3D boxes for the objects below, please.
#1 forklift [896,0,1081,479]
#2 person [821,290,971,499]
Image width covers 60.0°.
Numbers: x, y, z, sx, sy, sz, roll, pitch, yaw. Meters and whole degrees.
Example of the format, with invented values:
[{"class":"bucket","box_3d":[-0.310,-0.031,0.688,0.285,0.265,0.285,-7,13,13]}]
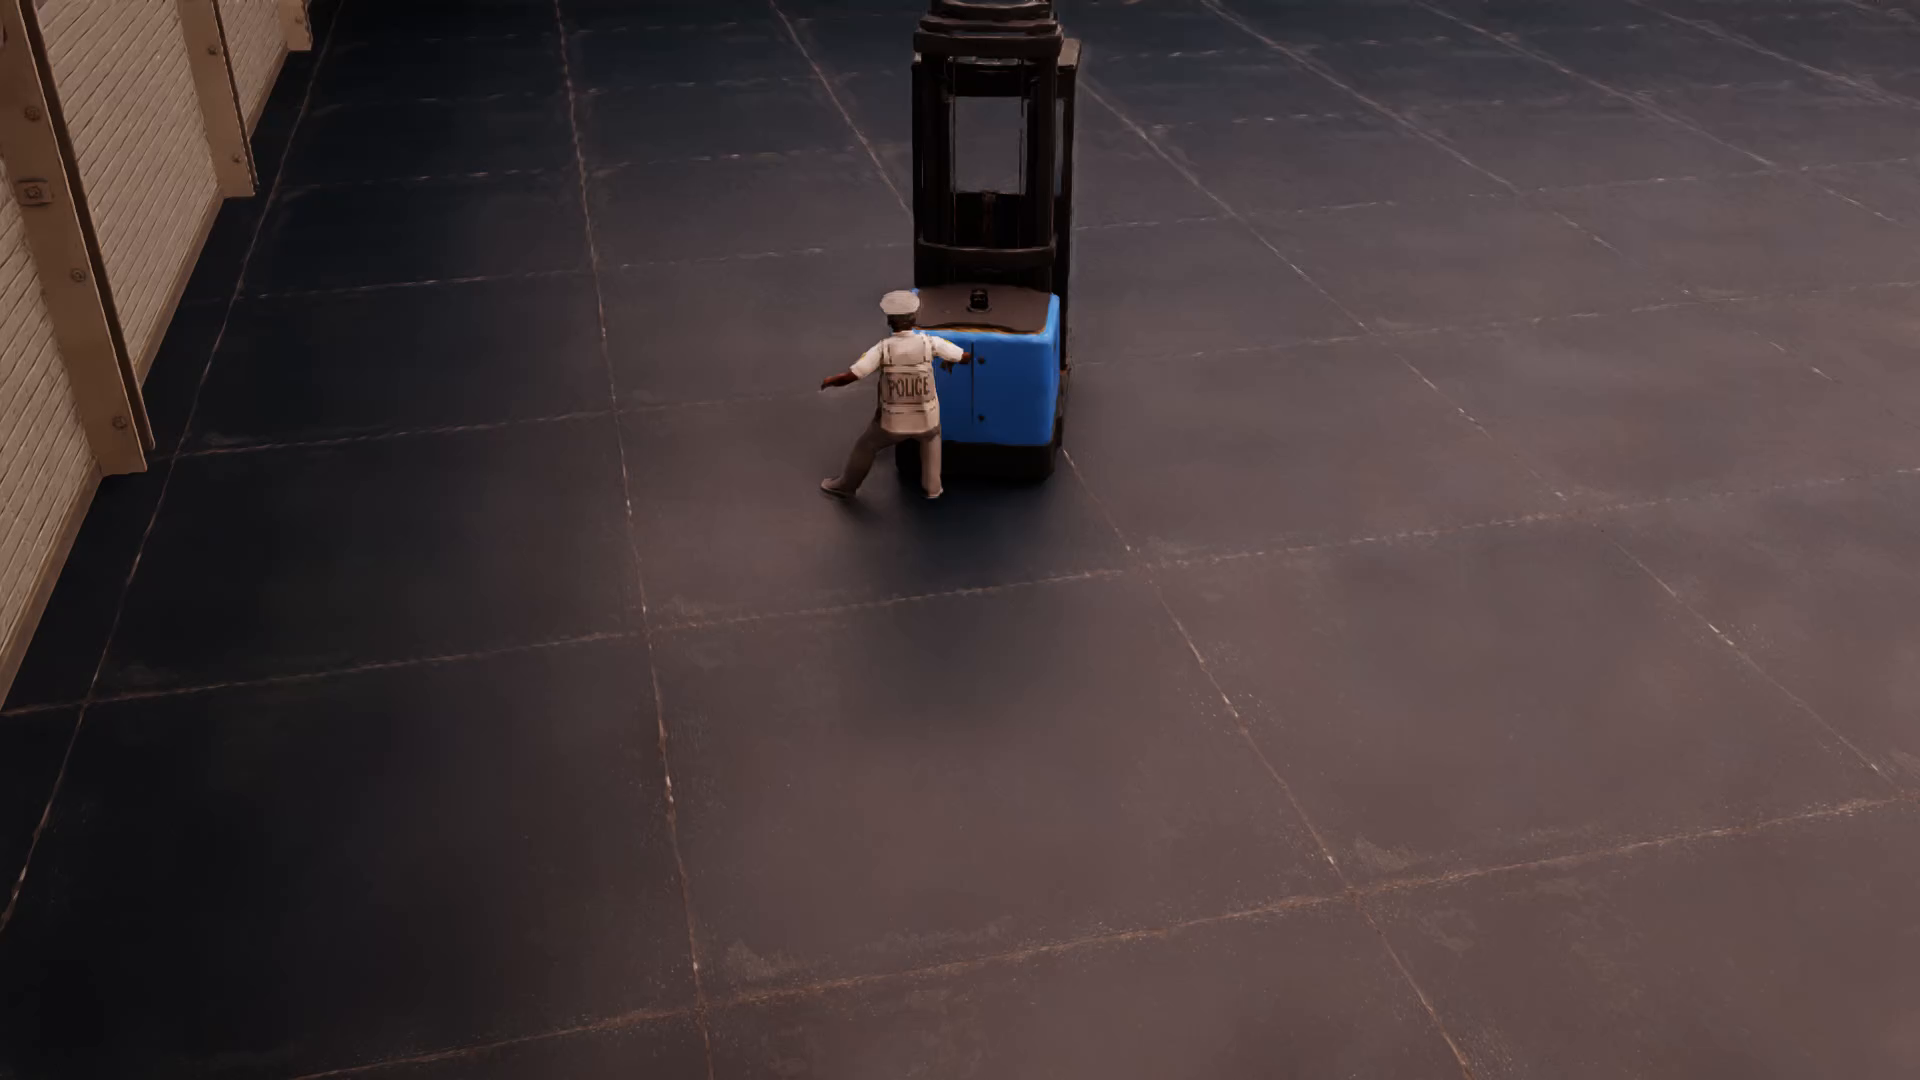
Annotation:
[{"class":"forklift","box_3d":[0.249,-2.392,11.706,1.130,2.935,3.031,3,30,6]},{"class":"person","box_3d":[-0.417,-0.874,10.515,0.952,1.524,0.722,-4,30,-6]}]
